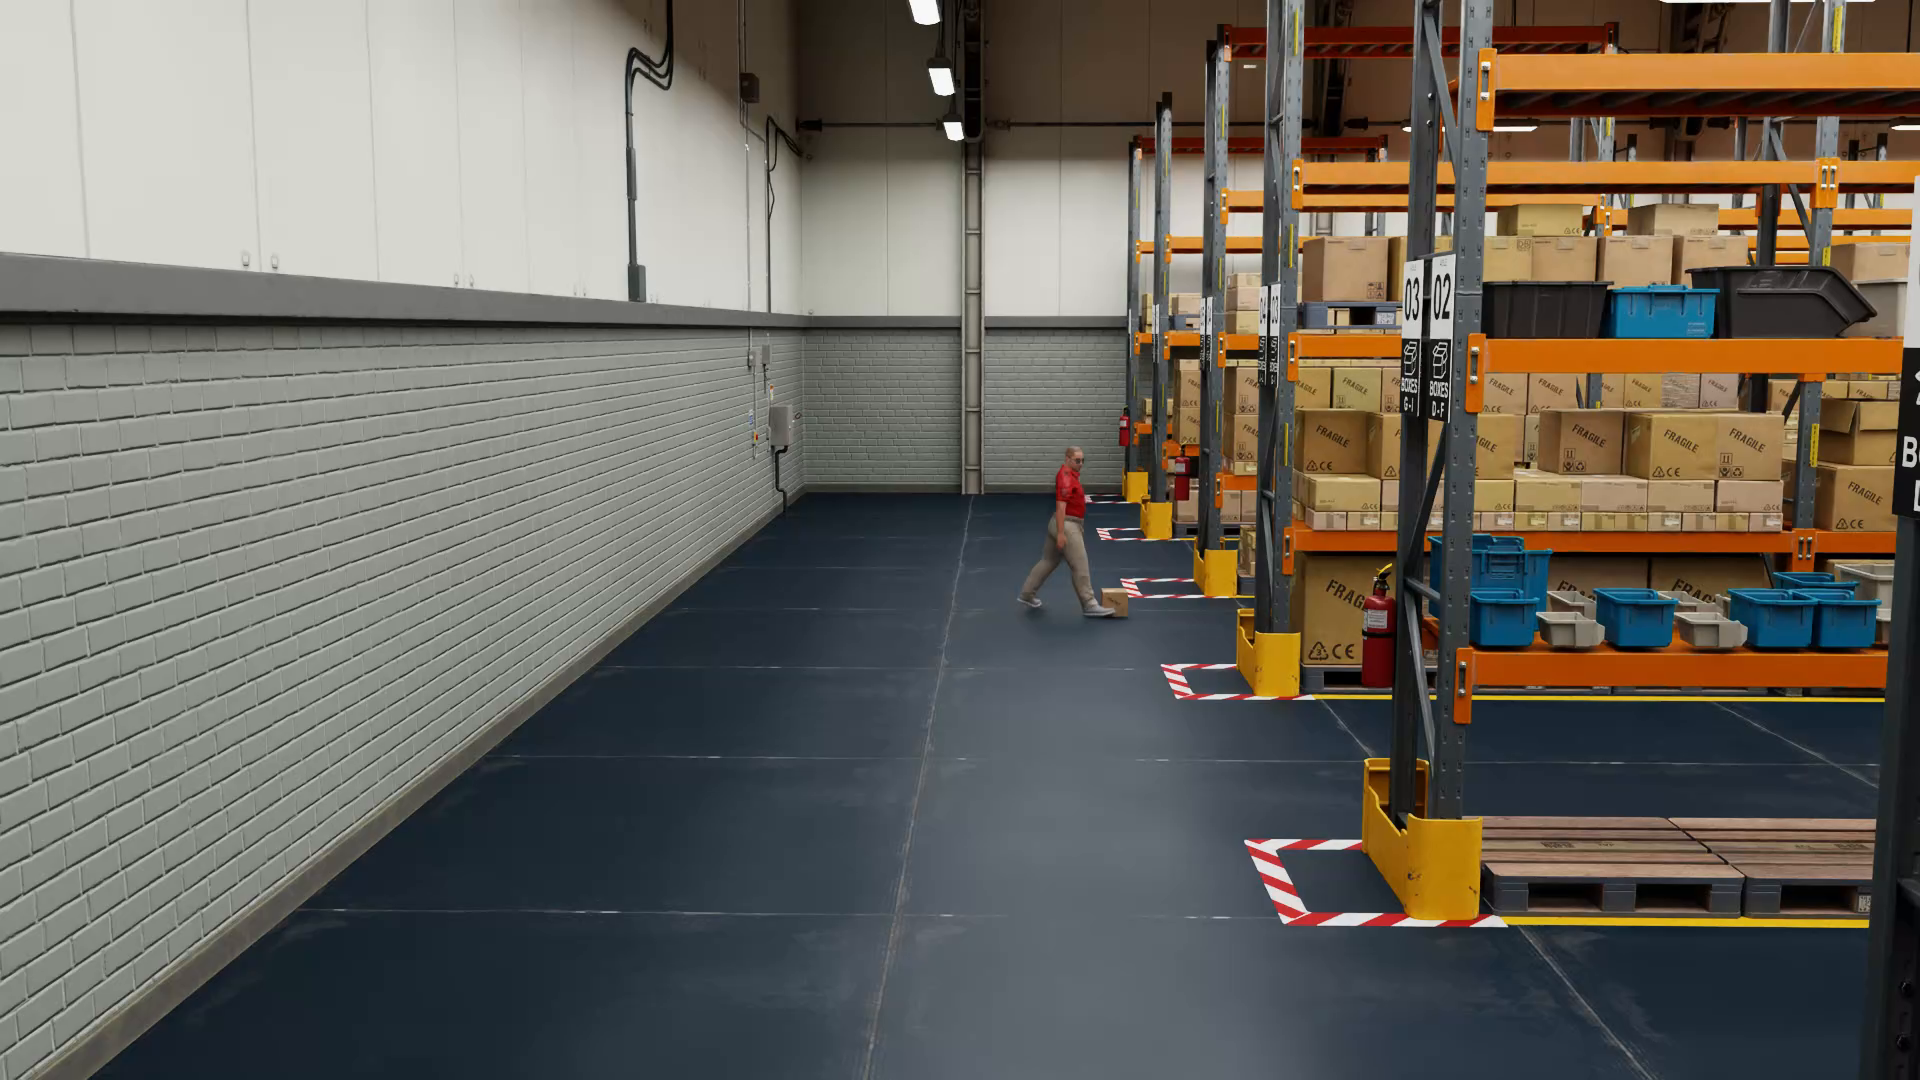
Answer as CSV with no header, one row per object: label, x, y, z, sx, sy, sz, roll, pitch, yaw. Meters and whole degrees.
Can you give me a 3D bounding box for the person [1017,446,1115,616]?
person,1.063,-0.108,16.708,0.949,1.691,0.658,0,7,-3
